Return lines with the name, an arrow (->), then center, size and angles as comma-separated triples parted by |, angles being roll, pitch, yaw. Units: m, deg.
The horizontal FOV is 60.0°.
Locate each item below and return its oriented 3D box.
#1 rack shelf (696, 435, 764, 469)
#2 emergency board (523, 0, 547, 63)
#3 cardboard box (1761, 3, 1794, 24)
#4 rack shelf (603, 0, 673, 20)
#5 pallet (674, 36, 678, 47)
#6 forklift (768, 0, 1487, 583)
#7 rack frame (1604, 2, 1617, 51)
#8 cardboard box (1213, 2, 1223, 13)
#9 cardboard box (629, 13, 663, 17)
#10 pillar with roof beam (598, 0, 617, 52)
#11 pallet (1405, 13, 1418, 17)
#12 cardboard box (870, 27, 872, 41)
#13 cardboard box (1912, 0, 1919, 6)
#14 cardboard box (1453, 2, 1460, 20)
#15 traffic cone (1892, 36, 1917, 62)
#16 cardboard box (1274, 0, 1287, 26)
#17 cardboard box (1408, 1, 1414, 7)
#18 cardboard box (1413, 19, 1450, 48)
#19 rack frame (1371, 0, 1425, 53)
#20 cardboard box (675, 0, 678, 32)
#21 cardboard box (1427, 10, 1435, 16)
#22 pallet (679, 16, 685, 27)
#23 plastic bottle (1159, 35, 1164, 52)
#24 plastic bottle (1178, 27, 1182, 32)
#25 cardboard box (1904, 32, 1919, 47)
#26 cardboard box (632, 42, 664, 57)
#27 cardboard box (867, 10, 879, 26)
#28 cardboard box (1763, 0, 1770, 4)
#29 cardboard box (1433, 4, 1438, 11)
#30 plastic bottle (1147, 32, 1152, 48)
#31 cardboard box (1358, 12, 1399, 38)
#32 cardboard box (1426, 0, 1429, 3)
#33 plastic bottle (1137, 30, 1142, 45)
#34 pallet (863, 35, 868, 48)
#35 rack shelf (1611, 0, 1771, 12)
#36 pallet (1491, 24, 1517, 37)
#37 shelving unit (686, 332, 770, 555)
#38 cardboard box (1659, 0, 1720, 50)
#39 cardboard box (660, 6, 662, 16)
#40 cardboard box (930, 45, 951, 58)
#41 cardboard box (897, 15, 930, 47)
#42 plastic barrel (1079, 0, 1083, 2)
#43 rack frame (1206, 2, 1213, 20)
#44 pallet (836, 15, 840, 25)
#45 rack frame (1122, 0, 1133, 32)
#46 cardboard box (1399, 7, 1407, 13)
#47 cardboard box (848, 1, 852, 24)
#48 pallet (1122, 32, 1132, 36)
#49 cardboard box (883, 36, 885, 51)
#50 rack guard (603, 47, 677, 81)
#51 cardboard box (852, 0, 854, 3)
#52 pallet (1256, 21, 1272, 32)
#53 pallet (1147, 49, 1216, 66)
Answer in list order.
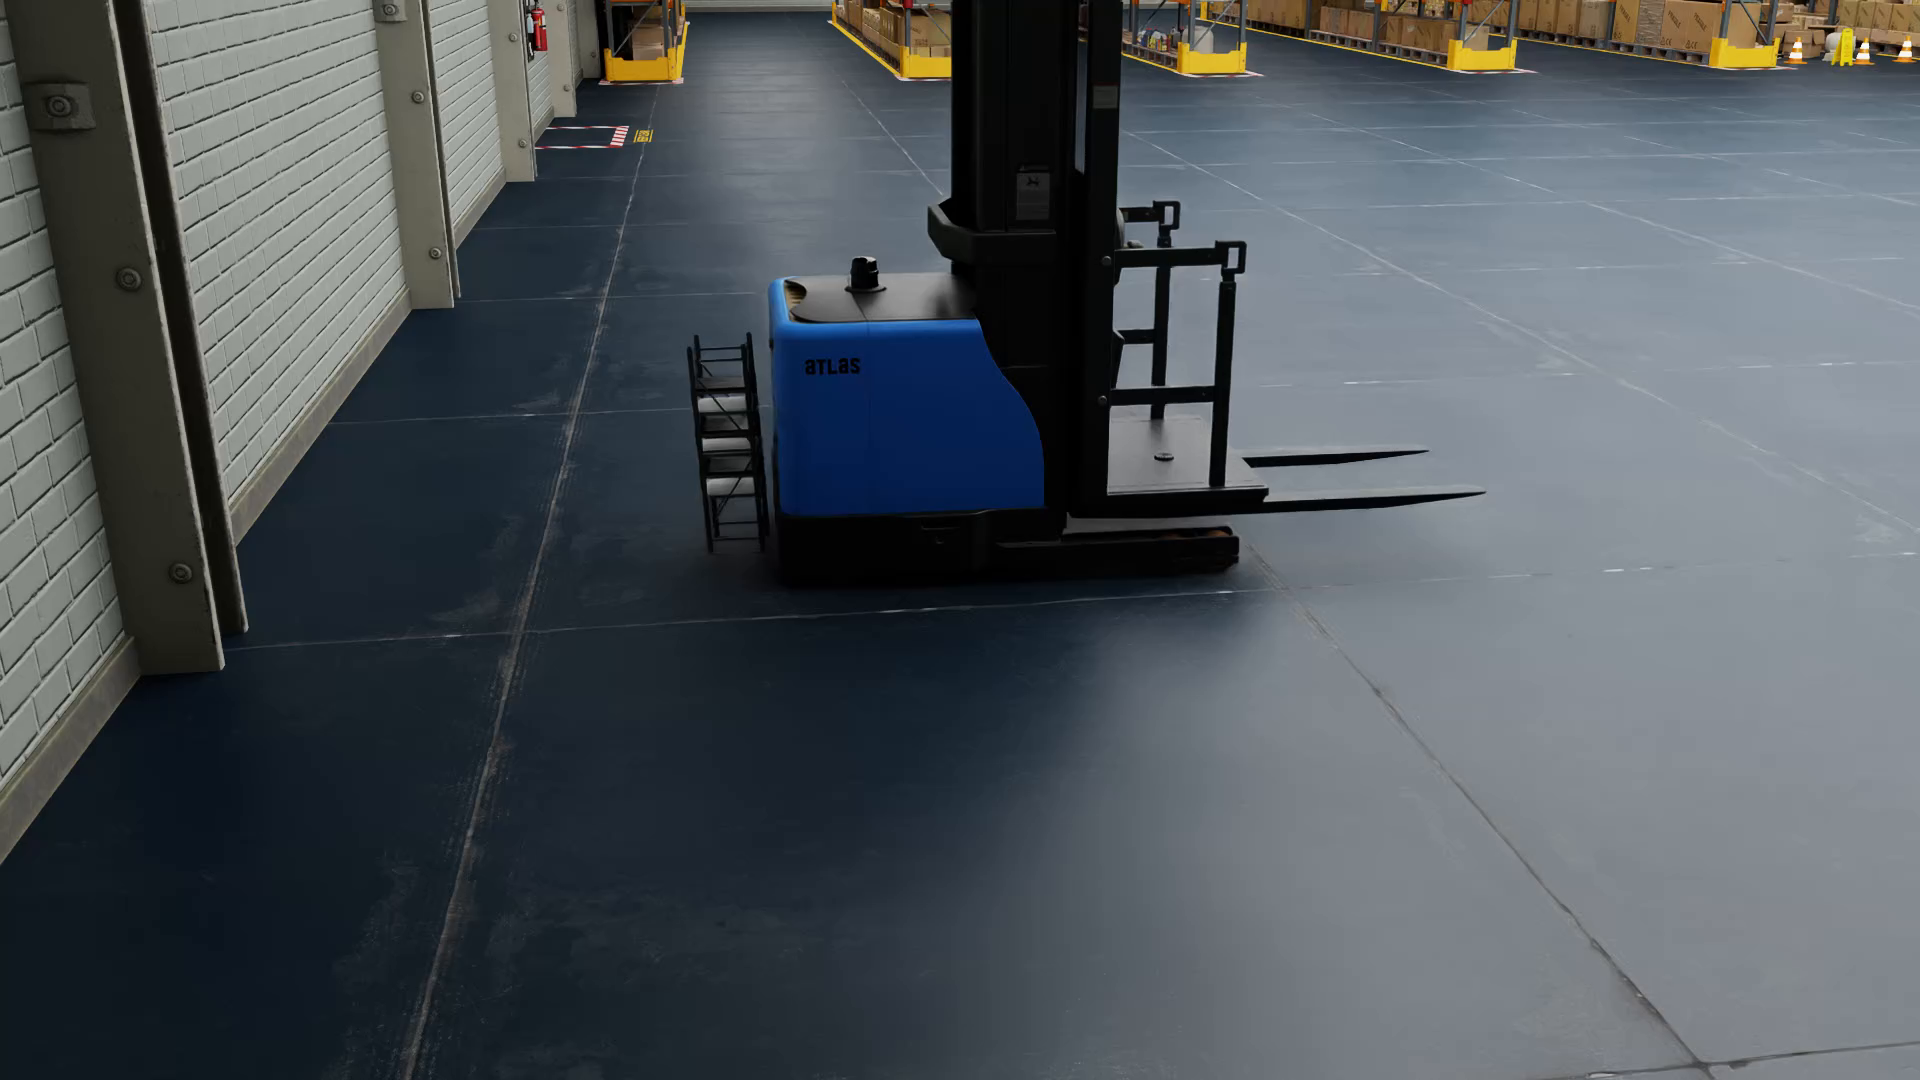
rack shelf -> -0.965, -0.370, 6.998 | 0.258, 0.077, 0.200 | -3, 20, 1
emergency board -> -5.107, -6.373, 19.992 | 0.194, 1.169, 0.643 | -3, 21, -8
cardboard box -> 16.844, -10.827, 34.407 | 0.500, 0.500, 0.500 | -3, 21, -8
rack shelf -> -5.622, -9.464, 29.297 | 1.077, 0.370, 4.000 | -3, 21, -8
pallet -> -6.376, -10.302, 34.497 | 1.003, 0.211, 1.213 | -3, 21, -8
forklift -> 0.716, -1.415, 6.816 | 3.031, 2.935, 1.130 | -3, 21, -7
rack frame -> 13.717, -11.459, 33.608 | 1.000, 3.000, 0.127 | -3, 21, -8
cardboard box -> 7.236, -14.382, 43.872 | 0.875, 0.875, 0.875 | -3, 21, -8
cardboard box -> -6.372, -10.483, 33.940 | 0.700, 0.500, 0.500 | -3, 21, -8
pillar with roof beam -> -2.896, -14.413, 32.943 | 9.100, 9.000, 0.400 | -3, 21, -8
pallet -> 12.253, -13.576, 43.263 | 1.003, 0.211, 1.213 | -3, 21, -8
cardboard box -> -1.573, -10.311, 33.866 | 0.500, 0.250, 0.500 | -2, 21, -7
cardboard box -> 18.651, -10.397, 32.097 | 0.380, 0.149, 0.250 | -3, 21, -7
cardboard box -> 12.408, -12.985, 40.667 | 0.500, 0.500, 0.500 | -2, 21, -6
traffic cone -> 17.839, -9.254, 31.331 | 0.336, 0.463, 0.334 | -3, 21, -8
cardboard box -> 8.018, -12.379, 38.508 | 1.225, 0.875, 0.875 | -3, 21, -8
cardboard box -> 11.977, -14.060, 43.623 | 0.380, 0.149, 0.250 | -4, 21, -10
cardboard box -> 9.070, -9.720, 31.925 | 0.500, 0.500, 0.500 | -5, 21, -13
rack frame -> 8.794, -11.243, 33.032 | 1.000, 3.000, 0.127 | -3, 21, -8
cardboard box -> -6.463, -11.330, 35.736 | 0.750, 0.750, 0.750 | -3, 21, -8
cardboard box -> 12.114, -13.391, 42.256 | 0.380, 0.149, 0.250 | -4, 21, -10
pallet -> -7.448, -13.069, 41.907 | 1.003, 0.211, 1.213 | -3, 21, -8
plastic bottle -> 3.736, -9.196, 30.803 | 0.061, 0.283, 0.133 | -2, 21, -6
plastic bottle -> 4.271, -9.750, 32.192 | 0.144, 0.351, 0.185 | -3, 21, -9
cardboard box -> 18.728, -9.713, 32.264 | 0.500, 0.250, 0.500 | -3, 21, -8
cardboard box -> -5.427, -8.497, 28.893 | 0.500, 0.311, 0.500 | -1, 21, -3
cardboard box -> -1.645, -10.747, 34.231 | 0.500, 0.311, 0.500 | -3, 21, -9
cardboard box -> 21.839, -14.473, 44.651 | 0.500, 0.500, 0.500 | -3, 21, -7
cardboard box -> 12.153, -13.415, 41.896 | 0.380, 0.149, 0.250 | -4, 21, -10
plastic bottle -> 3.609, -9.502, 31.624 | 0.061, 0.283, 0.133 | -2, 21, -5
cardboard box -> 8.677, -10.658, 34.409 | 0.700, 0.500, 0.500 | -3, 21, -8
cardboard box -> 12.045, -13.834, 42.591 | 0.380, 0.149, 0.250 | -4, 21, -10
plastic bottle -> 3.505, -9.789, 32.409 | 0.097, 0.271, 0.097 | 0, 20, 0
pallet -> -1.506, -10.537, 35.125 | 1.003, 0.211, 1.213 | -3, 21, -8
rack shelf -> 14.005, -10.429, 31.880 | 1.077, 0.370, 4.000 | -3, 21, -8
pallet -> 13.029, -11.808, 38.529 | 1.003, 0.211, 1.213 | -3, 21, -8
shelving unit -> -0.967, -0.402, 6.987 | 0.258, 0.900, 0.210 | -3, 20, 1
cardboard box -> 14.002, -9.811, 31.634 | 0.875, 0.875, 0.875 | -3, 21, -9
cardboard box -> -6.232, -10.640, 33.289 | 0.500, 0.250, 0.500 | -3, 21, -8
cardboard box -> -0.290, -8.466, 28.925 | 0.500, 0.250, 0.500 | -3, 21, -8
cardboard box -> -0.804, -8.791, 28.723 | 0.500, 0.500, 0.500 | -3, 21, -8
plastic barrel -> 2.904, -12.543, 38.910 | 0.600, 0.901, 0.708 | -3, 21, -8
rack frame -> 7.065, -15.398, 44.156 | 1.000, 3.000, 0.127 | -3, 21, -8
pallet -> -2.612, -13.291, 42.501 | 1.003, 0.211, 1.213 | -3, 21, -8
rack frame -> 3.317, -12.378, 36.071 | 1.000, 3.000, 0.127 | -3, 21, -8
cardboard box -> 11.836, -14.011, 43.916 | 0.380, 0.149, 0.250 | -3, 21, -7
cardboard box -> -2.334, -12.370, 38.993 | 0.500, 0.500, 0.500 | -4, 21, -10
pallet -> 3.390, -10.802, 35.836 | 1.003, 0.211, 1.213 | -3, 21, -8
cardboard box -> -1.175, -9.304, 31.171 | 0.500, 0.250, 0.500 | -3, 21, -8
rack guard -> -5.345, -7.964, 27.825 | 1.175, 0.500, 0.348 | -3, 21, -8
cardboard box -> -2.189, -12.375, 37.935 | 0.500, 0.250, 0.500 | -3, 21, -8
pallet -> 7.827, -12.444, 40.231 | 1.003, 0.211, 1.213 | -3, 21, -8
pallet -> 4.128, -9.029, 31.090 | 1.003, 0.211, 1.213 | -3, 21, -8
